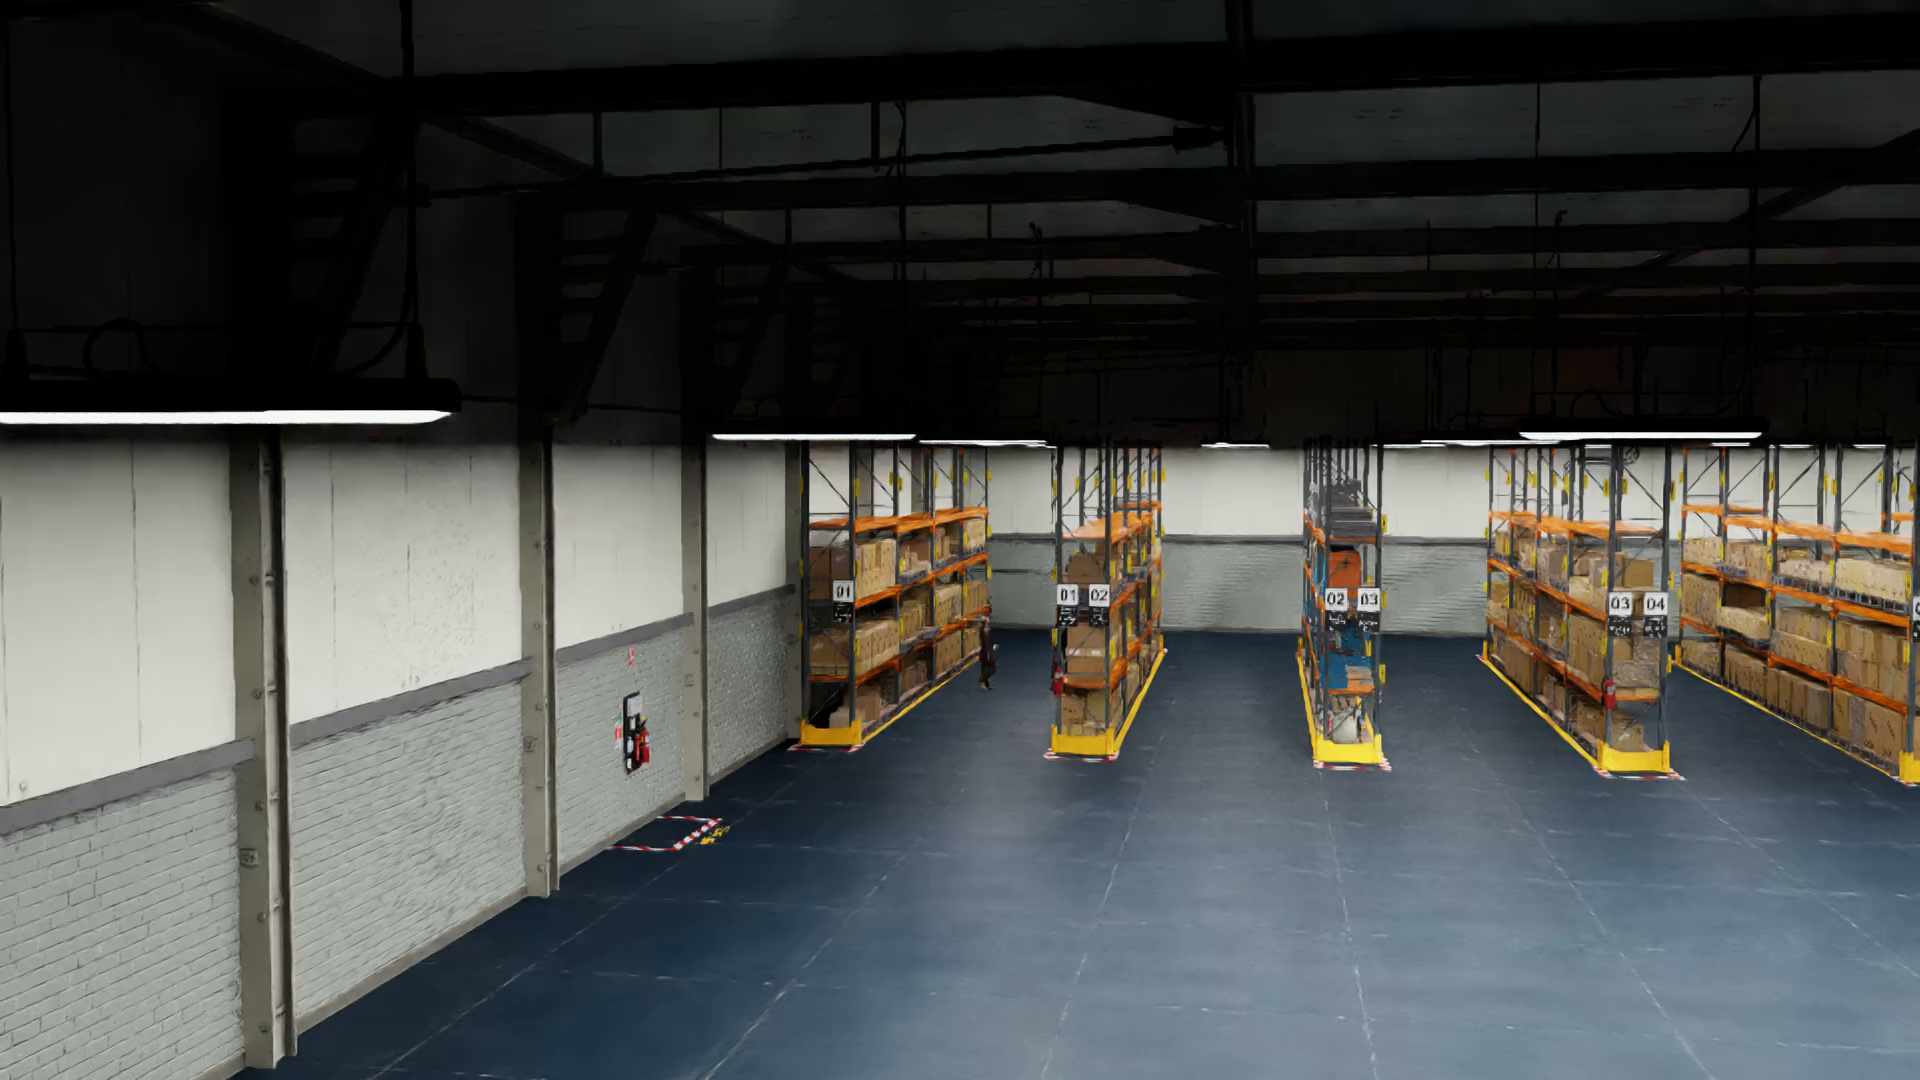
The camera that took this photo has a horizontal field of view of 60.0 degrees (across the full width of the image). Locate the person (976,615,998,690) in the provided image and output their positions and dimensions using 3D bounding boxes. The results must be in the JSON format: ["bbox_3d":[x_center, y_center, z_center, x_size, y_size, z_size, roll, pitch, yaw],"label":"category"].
[{"bbox_3d":[0.636,2.690,39.654,0.487,1.775,0.634,-1,3,-14],"label":"person"}]

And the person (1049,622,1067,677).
[{"bbox_3d":[2.554,2.647,41.548,0.677,1.674,0.534,0,3,8],"label":"person"}]
